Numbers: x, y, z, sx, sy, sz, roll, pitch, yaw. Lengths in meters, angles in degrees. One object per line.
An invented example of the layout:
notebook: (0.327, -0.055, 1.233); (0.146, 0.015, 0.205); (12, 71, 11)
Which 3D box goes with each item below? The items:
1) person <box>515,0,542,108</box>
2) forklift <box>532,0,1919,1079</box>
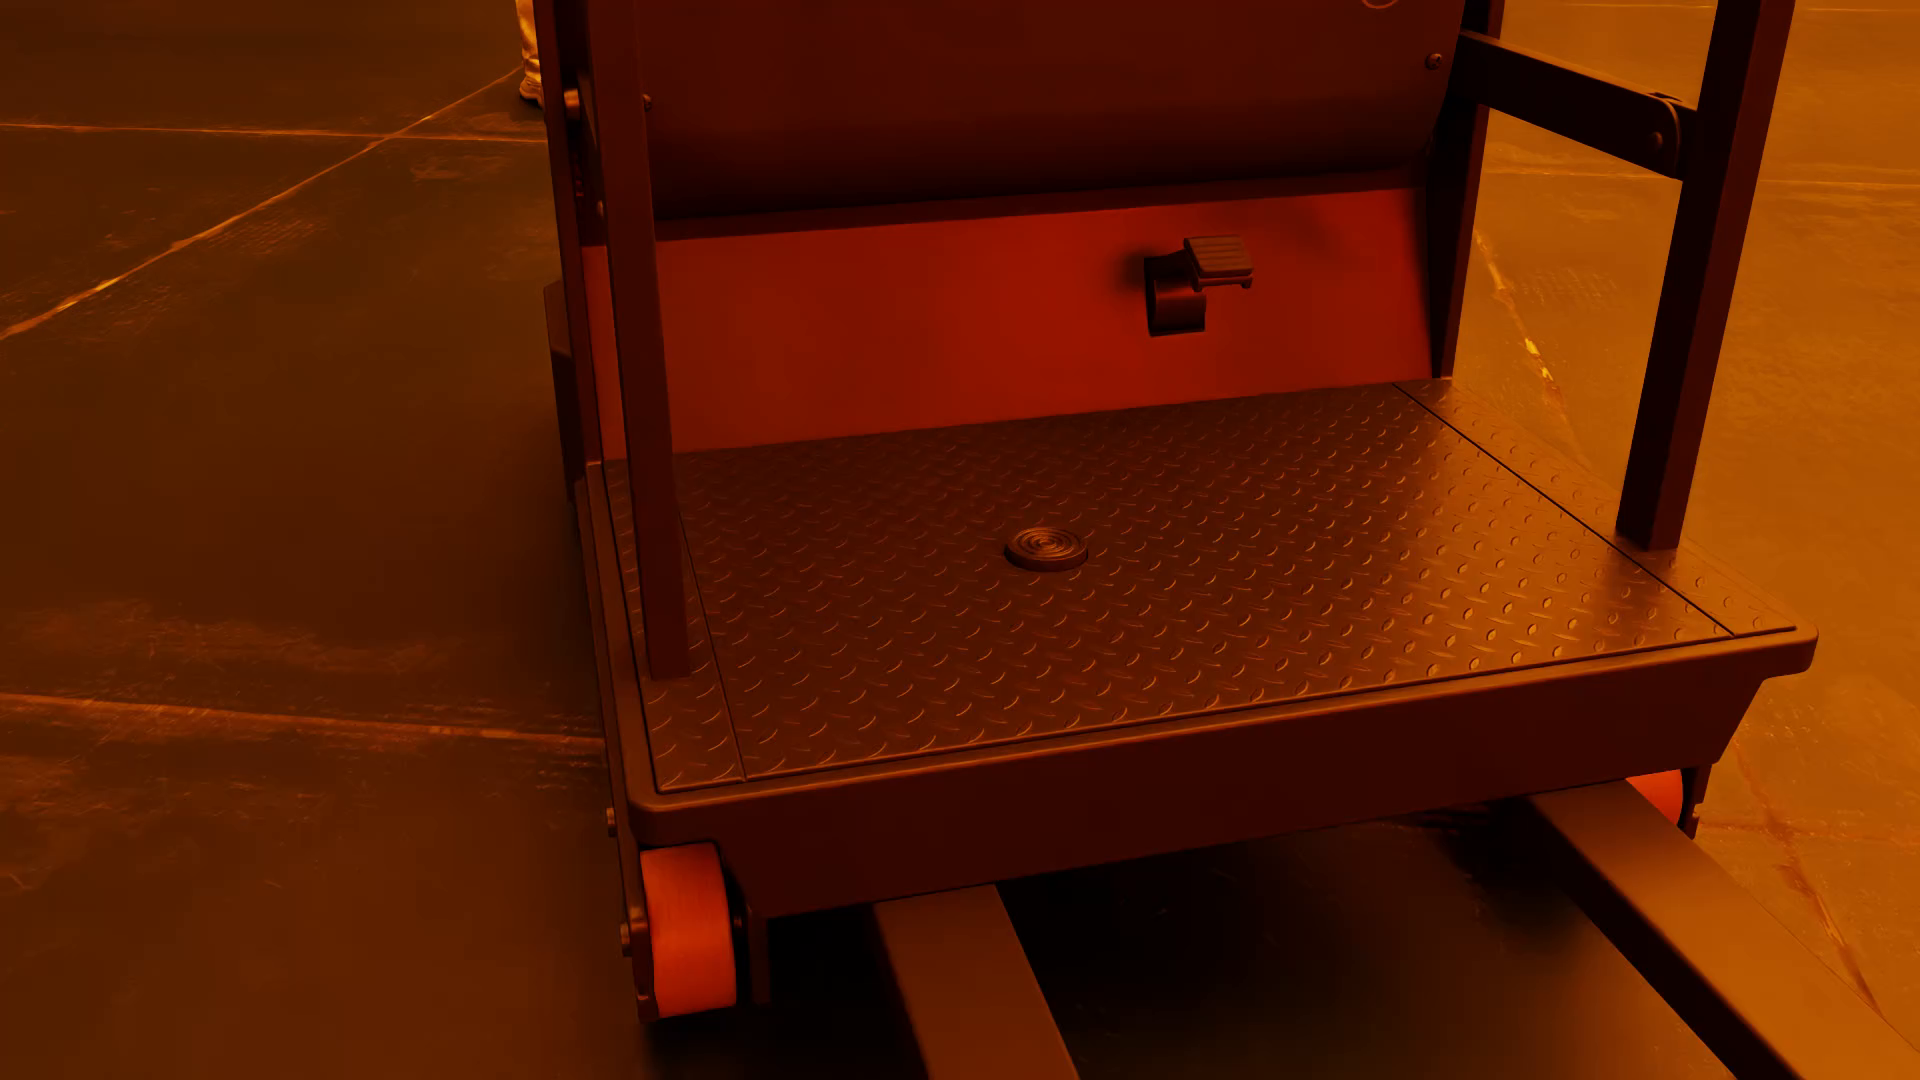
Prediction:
person: (-1.206, -2.205, 4.936); (0.632, 1.776, 0.445); (-10, 28, -19)
forklift: (0.153, -1.049, 1.319); (1.130, 2.935, 3.031); (-7, 27, -13)
